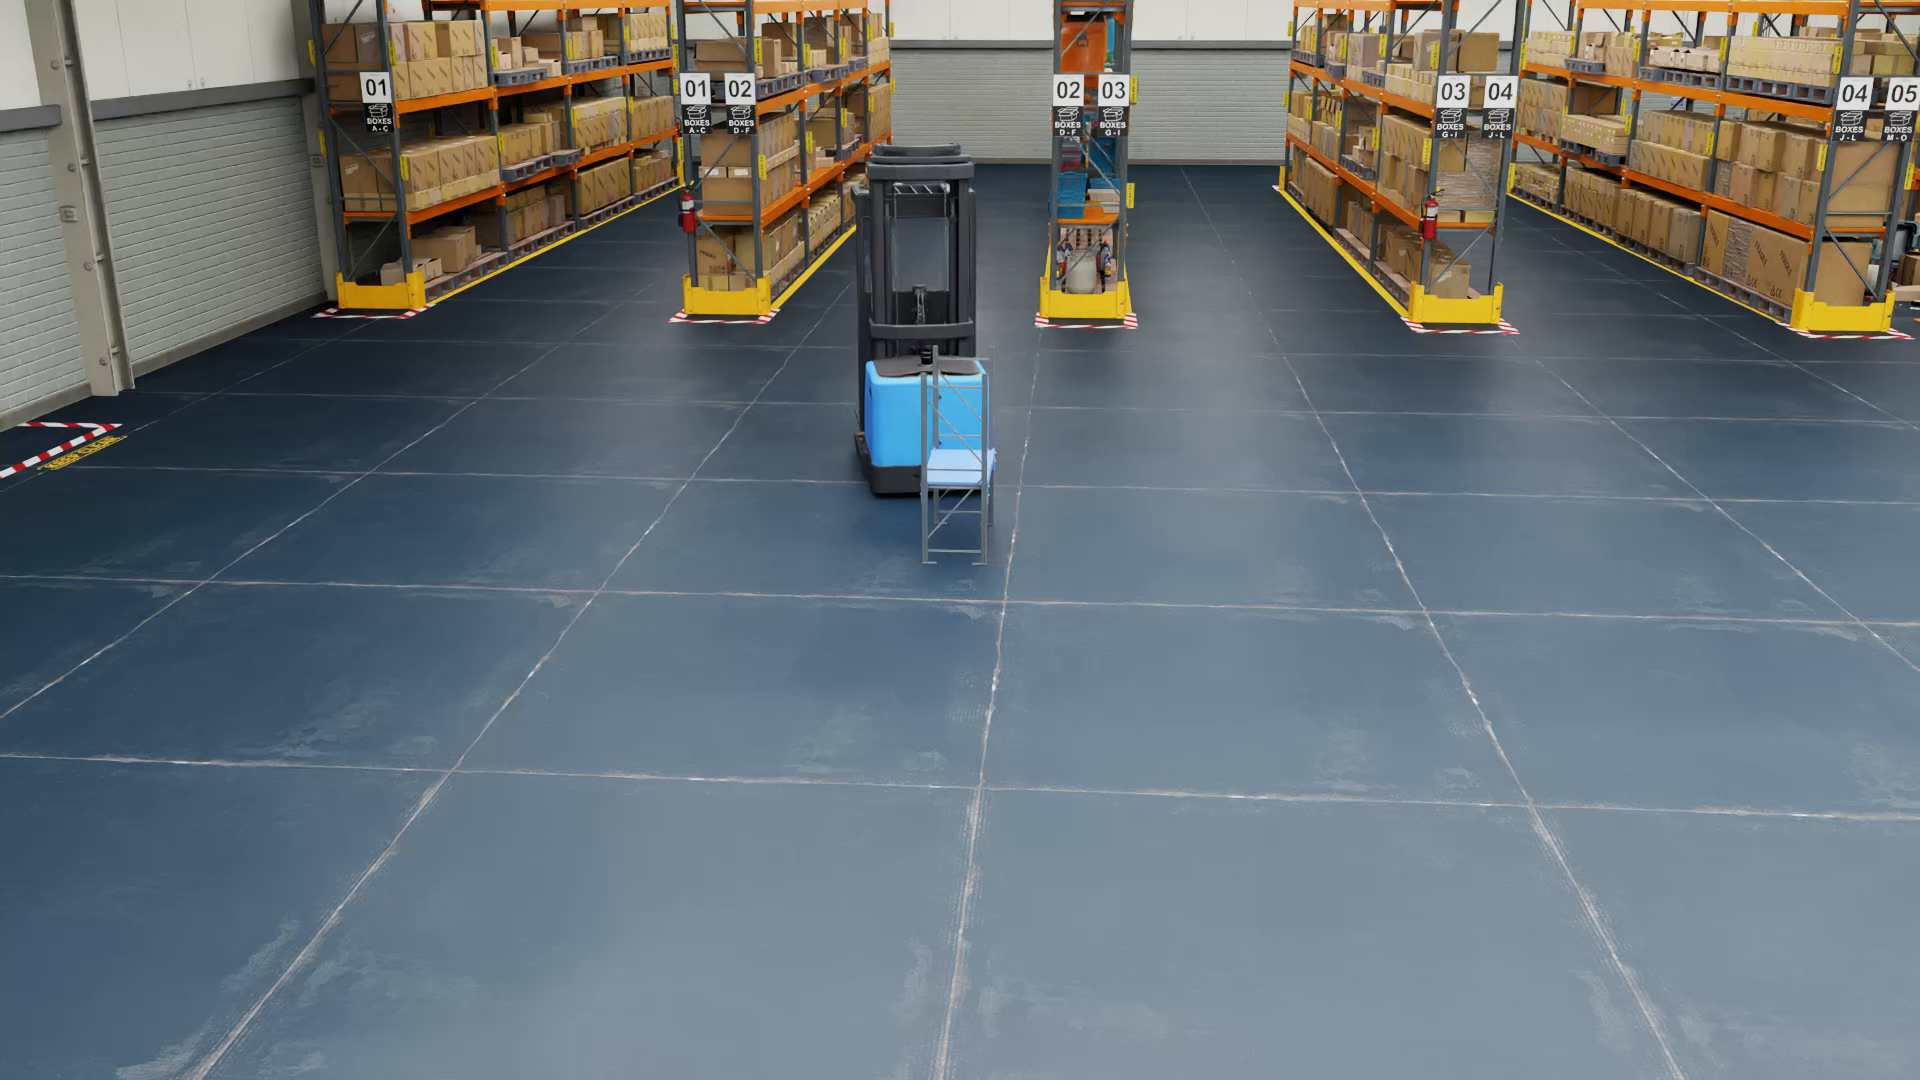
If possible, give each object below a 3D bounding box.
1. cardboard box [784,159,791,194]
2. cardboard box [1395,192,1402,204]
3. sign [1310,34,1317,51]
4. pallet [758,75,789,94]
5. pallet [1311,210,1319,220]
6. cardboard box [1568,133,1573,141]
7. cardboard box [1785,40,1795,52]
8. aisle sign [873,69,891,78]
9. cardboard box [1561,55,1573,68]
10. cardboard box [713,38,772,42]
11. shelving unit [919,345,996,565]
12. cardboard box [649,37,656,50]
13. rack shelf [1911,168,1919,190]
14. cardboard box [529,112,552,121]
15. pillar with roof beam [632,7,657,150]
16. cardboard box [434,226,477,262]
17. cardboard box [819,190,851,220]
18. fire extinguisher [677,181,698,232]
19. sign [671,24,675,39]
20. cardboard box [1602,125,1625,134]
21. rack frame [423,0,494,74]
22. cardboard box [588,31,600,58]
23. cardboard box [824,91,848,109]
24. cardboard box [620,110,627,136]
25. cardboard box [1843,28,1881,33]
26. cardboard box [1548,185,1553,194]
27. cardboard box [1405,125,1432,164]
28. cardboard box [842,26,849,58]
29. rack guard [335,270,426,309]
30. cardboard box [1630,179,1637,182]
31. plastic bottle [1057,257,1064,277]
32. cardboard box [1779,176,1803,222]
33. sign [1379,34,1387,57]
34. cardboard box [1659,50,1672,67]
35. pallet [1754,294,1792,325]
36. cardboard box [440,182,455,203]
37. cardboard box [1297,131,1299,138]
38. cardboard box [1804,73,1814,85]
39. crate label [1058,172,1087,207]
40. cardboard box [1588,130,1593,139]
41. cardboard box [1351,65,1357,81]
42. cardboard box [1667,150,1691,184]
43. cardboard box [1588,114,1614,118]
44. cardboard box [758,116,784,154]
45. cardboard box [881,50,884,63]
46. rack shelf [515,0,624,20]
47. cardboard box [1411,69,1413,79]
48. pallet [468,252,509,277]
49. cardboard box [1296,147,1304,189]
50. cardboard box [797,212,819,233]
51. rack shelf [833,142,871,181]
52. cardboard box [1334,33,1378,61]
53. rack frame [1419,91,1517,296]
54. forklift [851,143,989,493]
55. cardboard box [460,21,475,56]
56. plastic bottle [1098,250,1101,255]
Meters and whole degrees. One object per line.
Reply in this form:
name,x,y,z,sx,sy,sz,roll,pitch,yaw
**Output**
cardboard box,-2.989,-5.577,25.466,0.700,0.500,0.500,1,18,3
cardboard box,6.539,-4.964,24.158,0.380,0.149,0.250,1,18,4
sign,6.969,-9.815,32.784,0.100,0.325,0.005,1,18,4
pallet,-3.057,-6.572,23.986,1.003,0.211,1.213,1,18,4
pallet,7.542,-6.528,33.005,1.003,0.211,1.213,1,18,4
cardboard box,11.939,-7.756,32.006,0.380,0.149,0.250,1,18,4
cardboard box,11.379,-6.664,22.414,0.380,0.149,0.250,1,18,3
aisle sign,-1.761,-10.808,37.416,0.394,0.787,0.004,1,18,4
cardboard box,12.228,-9.465,32.914,0.500,0.250,0.500,2,18,5
cardboard box,-3.176,-7.064,24.280,0.797,0.503,0.637,3,18,10
shelving unit,-0.006,-0.686,13.109,0.538,1.500,1.048,1,18,4
cardboard box,-6.869,-10.712,35.887,0.500,0.250,0.500,1,18,2
rack shelf,16.977,-5.667,27.057,1.077,0.370,4.000,1,18,4
cardboard box,-7.581,-7.640,30.014,0.380,0.149,0.250,-1,18,-3
pillar with roof beam,-3.388,-13.281,39.502,9.100,9.000,0.400,1,18,4
cardboard box,-7.908,-4.639,26.071,0.500,0.500,0.500,0,18,0
cardboard box,-2.327,-6.230,30.927,0.500,0.500,0.500,2,18,6
fire extinguisher,-3.690,-4.526,22.543,0.296,0.674,0.183,1,18,4
sign,-6.473,-11.460,37.468,0.100,0.325,0.005,1,18,4
cardboard box,11.792,-7.394,29.945,0.380,0.149,0.250,2,18,6
rack frame,-7.873,-8.792,25.803,1.000,3.000,0.127,1,18,4
cardboard box,-7.448,-9.663,32.410,0.700,0.500,0.500,1,18,3
cardboard box,-2.580,-9.002,34.312,0.500,0.500,0.500,1,18,4
cardboard box,-7.081,-8.475,33.800,0.500,0.500,0.500,1,18,3
cardboard box,17.658,-9.771,32.612,0.500,0.500,0.500,2,18,5
cardboard box,12.175,-7.127,33.783,0.380,0.149,0.250,0,18,1
cardboard box,6.523,-5.518,23.202,0.500,0.500,0.500,1,18,4
cardboard box,-2.493,-9.673,32.315,0.600,0.600,0.600,1,18,3
rack guard,-8.154,-3.535,23.407,1.175,0.500,0.348,1,18,4
cardboard box,12.503,-6.444,30.407,0.500,0.250,0.500,1,18,3
plastic bottle,1.462,-4.050,24.634,0.152,0.276,0.135,1,18,4
cardboard box,11.601,-4.584,22.354,0.875,0.550,0.550,1,18,4
sign,6.395,-7.479,25.150,0.100,0.325,0.005,1,18,4
cardboard box,11.868,-7.935,27.412,0.500,0.250,0.500,2,18,5
pallet,11.581,-3.150,22.697,1.003,0.211,1.213,1,18,4
cardboard box,-7.743,-5.101,24.382,0.500,0.250,0.500,1,18,3
cardboard box,7.328,-8.555,35.117,0.380,0.149,0.250,2,18,5
cardboard box,11.324,-6.047,21.811,0.380,0.149,0.250,2,18,5
crate label,1.584,-5.072,24.028,0.502,0.435,0.616,1,18,4
cardboard box,11.847,-7.495,30.732,0.380,0.149,0.250,2,18,5
cardboard box,6.911,-7.906,28.158,0.500,0.250,0.500,2,18,5
cardboard box,11.732,-5.997,26.746,0.500,0.500,0.500,1,18,4
cardboard box,12.749,-8.289,33.264,0.500,0.500,0.500,1,18,3
cardboard box,-3.029,-6.045,24.811,0.700,0.500,0.500,1,18,4
cardboard box,-1.915,-10.437,35.881,0.500,0.250,0.500,1,18,4
rack shelf,-7.443,-10.123,31.664,1.077,0.370,4.000,1,18,4
cardboard box,6.578,-6.572,23.447,0.380,0.149,0.250,2,18,5
pallet,-7.886,-4.407,26.532,1.003,0.211,1.213,1,18,4
cardboard box,7.778,-8.043,35.890,0.875,0.875,0.875,1,18,4
cardboard box,-2.613,-5.269,27.527,0.500,0.311,0.500,1,18,3
rack shelf,-2.502,-7.353,32.202,1.077,0.370,4.000,1,18,4
cardboard box,7.361,-9.161,30.905,0.797,0.503,0.637,1,18,3
rack frame,6.662,-4.367,21.933,1.000,3.000,0.127,1,18,4
forklift,-0.427,-2.214,15.473,1.130,2.935,3.031,-2,18,-7
cardboard box,-7.668,-7.566,25.079,0.500,0.500,0.500,2,18,7
plastic bottle,2.109,-4.266,25.281,0.061,0.283,0.133,1,18,4
